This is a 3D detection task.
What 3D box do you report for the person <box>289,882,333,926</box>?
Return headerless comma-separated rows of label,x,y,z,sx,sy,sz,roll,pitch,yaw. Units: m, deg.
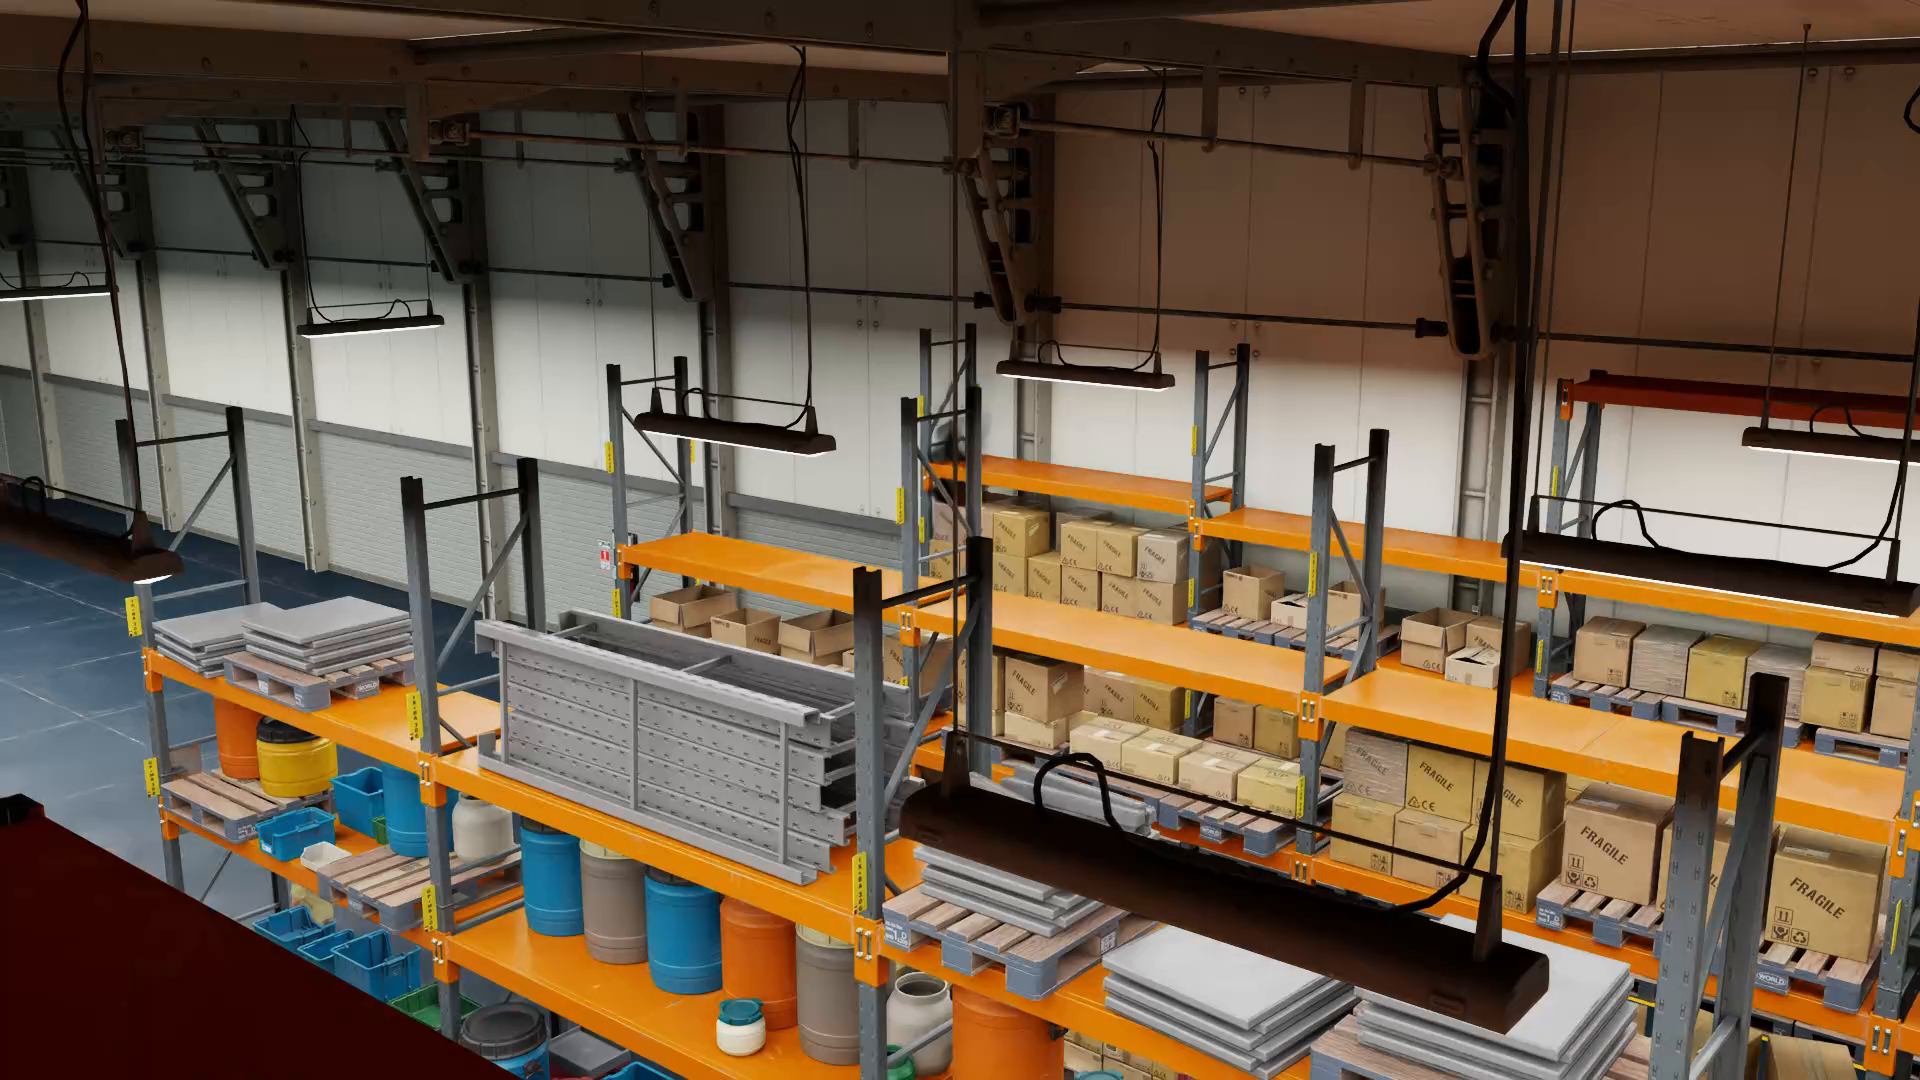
person,-6.266,3.696,16.144,0.664,1.674,0.589,5,14,22
